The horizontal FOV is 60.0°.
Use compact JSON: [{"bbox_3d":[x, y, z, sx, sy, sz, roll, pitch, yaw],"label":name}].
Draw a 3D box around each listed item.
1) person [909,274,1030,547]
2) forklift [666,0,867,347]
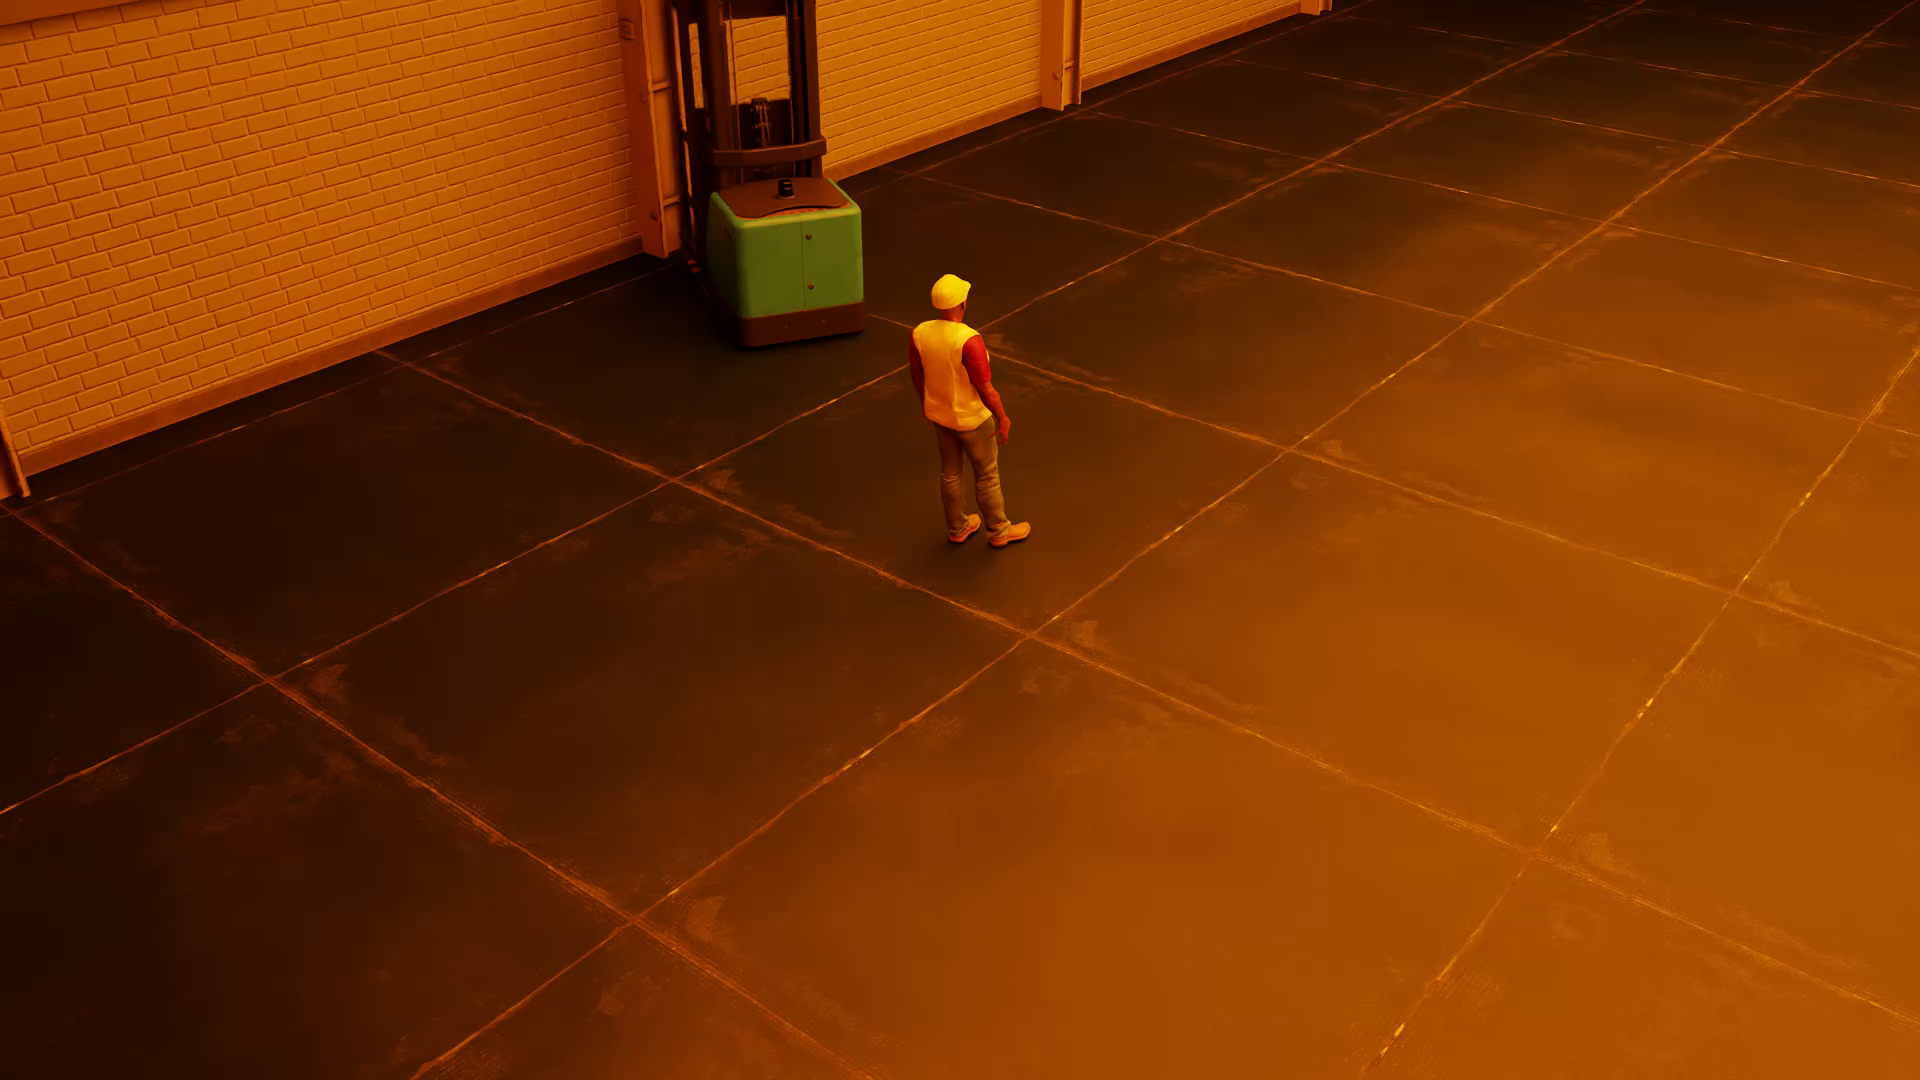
[{"bbox_3d":[0.049,-0.795,10.095,0.665,1.768,0.575,22,37,33],"label":"person"},{"bbox_3d":[-1.752,-3.493,13.573,1.130,2.935,3.031,-11,32,-18],"label":"forklift"}]
